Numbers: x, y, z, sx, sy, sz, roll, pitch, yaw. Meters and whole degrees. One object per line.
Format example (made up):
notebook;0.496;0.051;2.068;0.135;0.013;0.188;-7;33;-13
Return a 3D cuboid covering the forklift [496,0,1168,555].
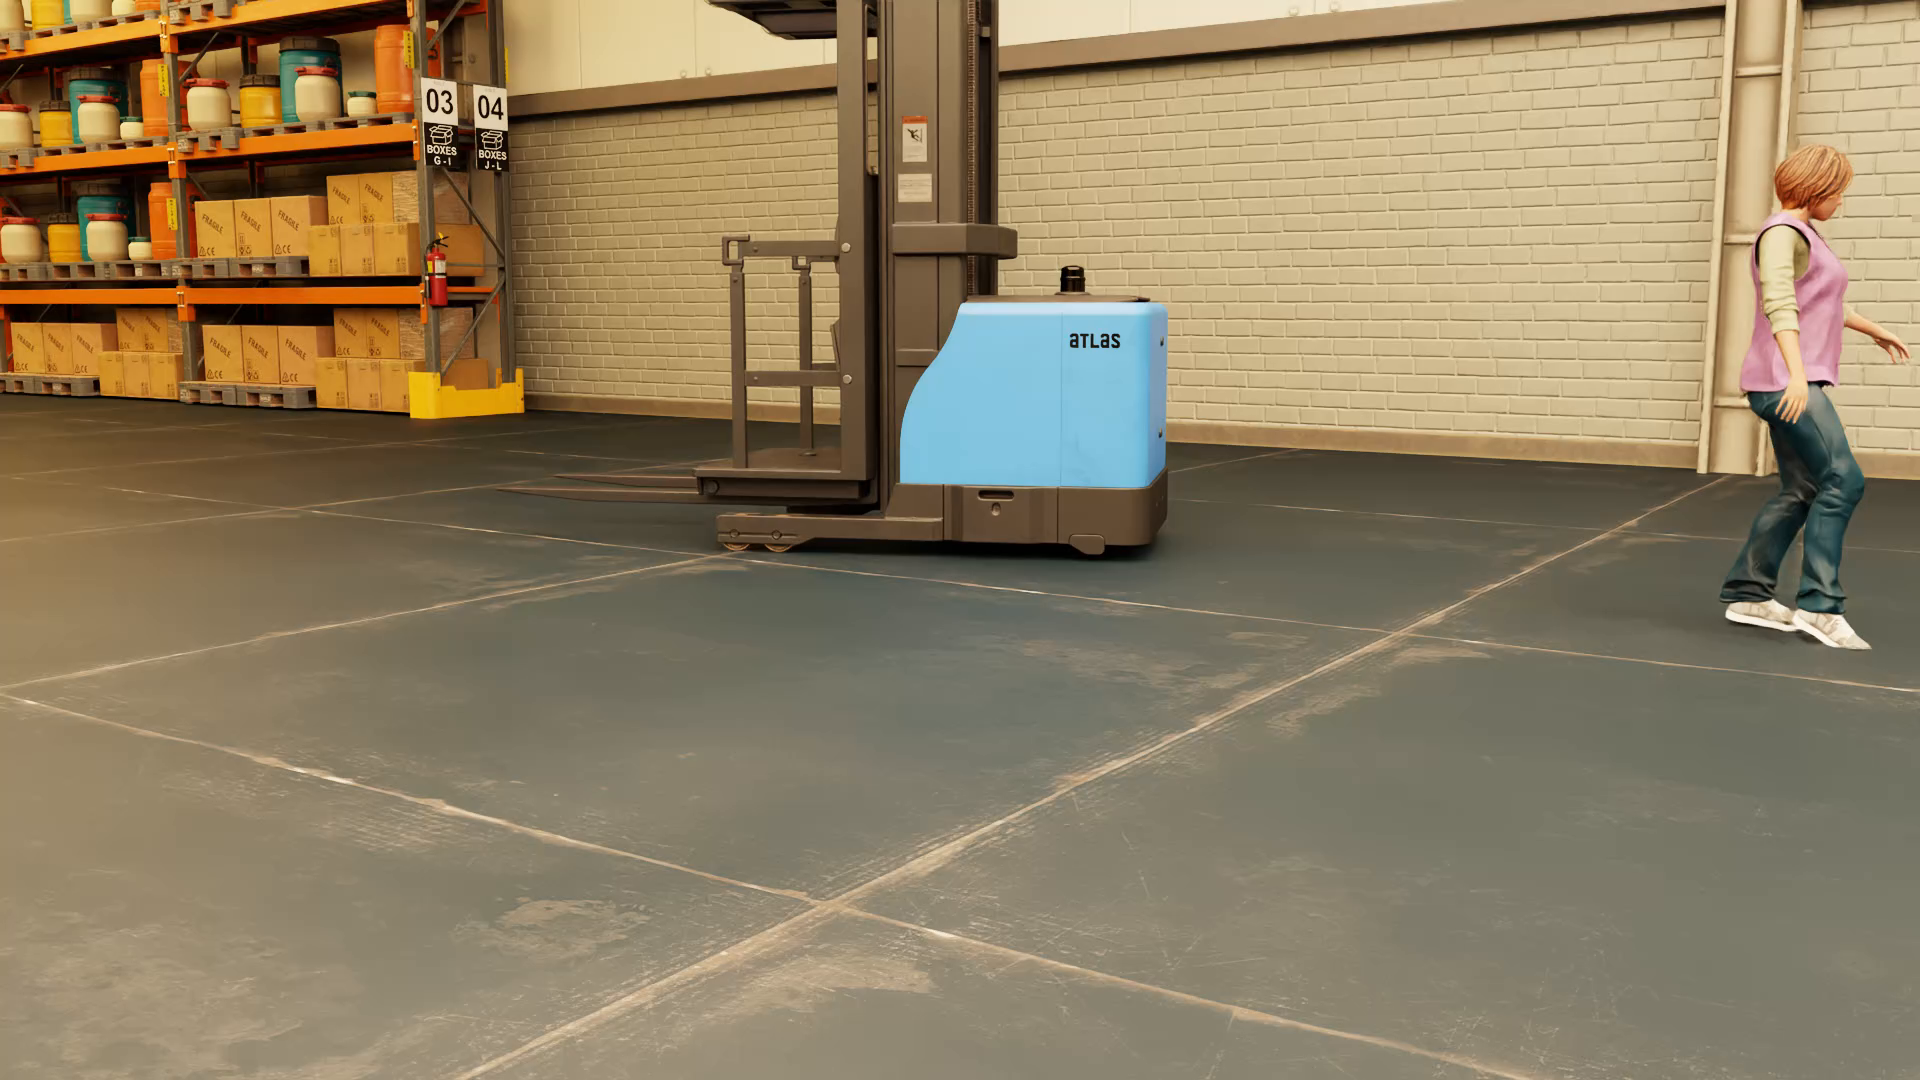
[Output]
forklift;-0.596;-1.469;7.520;3.031;2.935;1.130;2;8;12

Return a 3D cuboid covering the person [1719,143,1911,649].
person;2.747;-0.449;5.361;0.490;1.608;0.823;6;10;34
